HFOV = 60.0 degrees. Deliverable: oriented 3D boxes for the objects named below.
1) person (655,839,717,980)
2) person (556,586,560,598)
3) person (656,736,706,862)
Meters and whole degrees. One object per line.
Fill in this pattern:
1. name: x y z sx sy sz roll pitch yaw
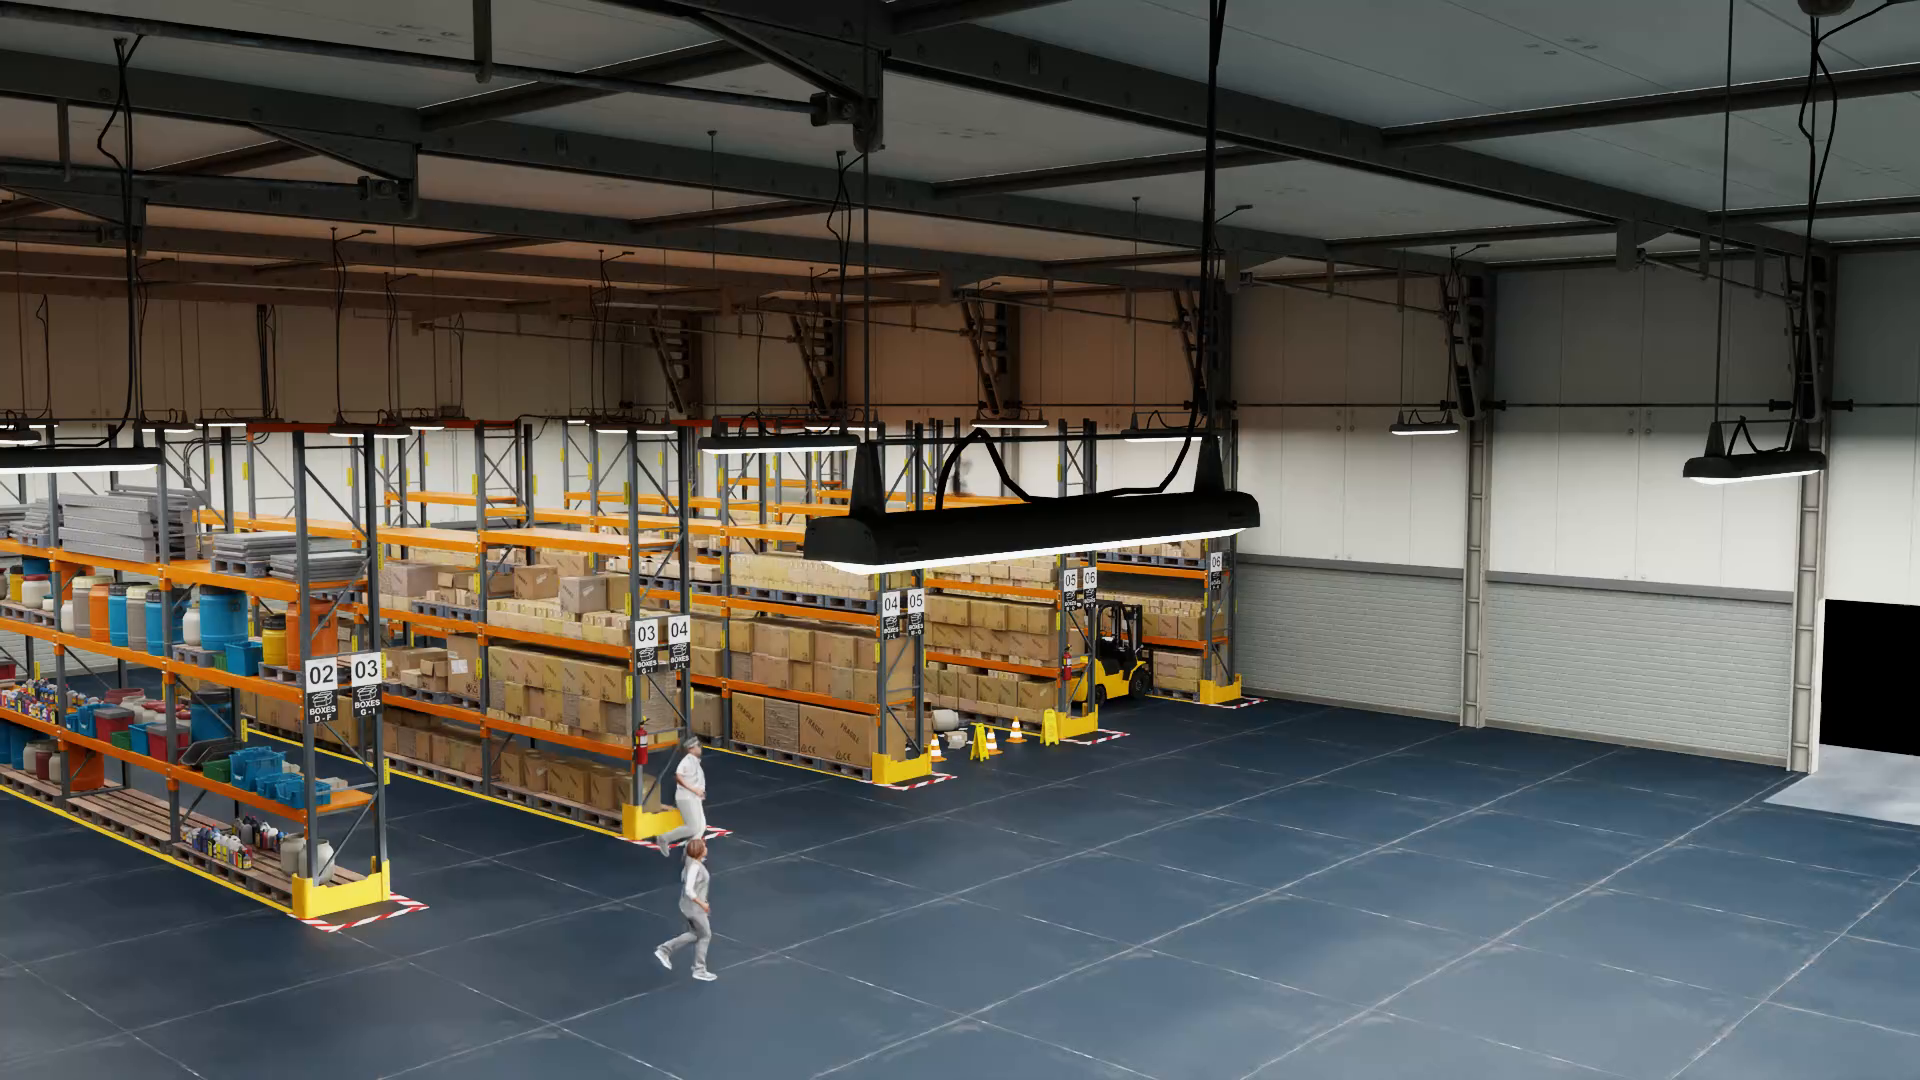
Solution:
1. person: -3.018 4.060 18.232 0.674 1.596 0.540 -1 5 -18
2. person: -10.441 1.903 43.402 0.670 1.525 0.596 -3 6 -35
3. person: -3.856 3.598 23.216 0.664 1.702 0.725 0 5 3
